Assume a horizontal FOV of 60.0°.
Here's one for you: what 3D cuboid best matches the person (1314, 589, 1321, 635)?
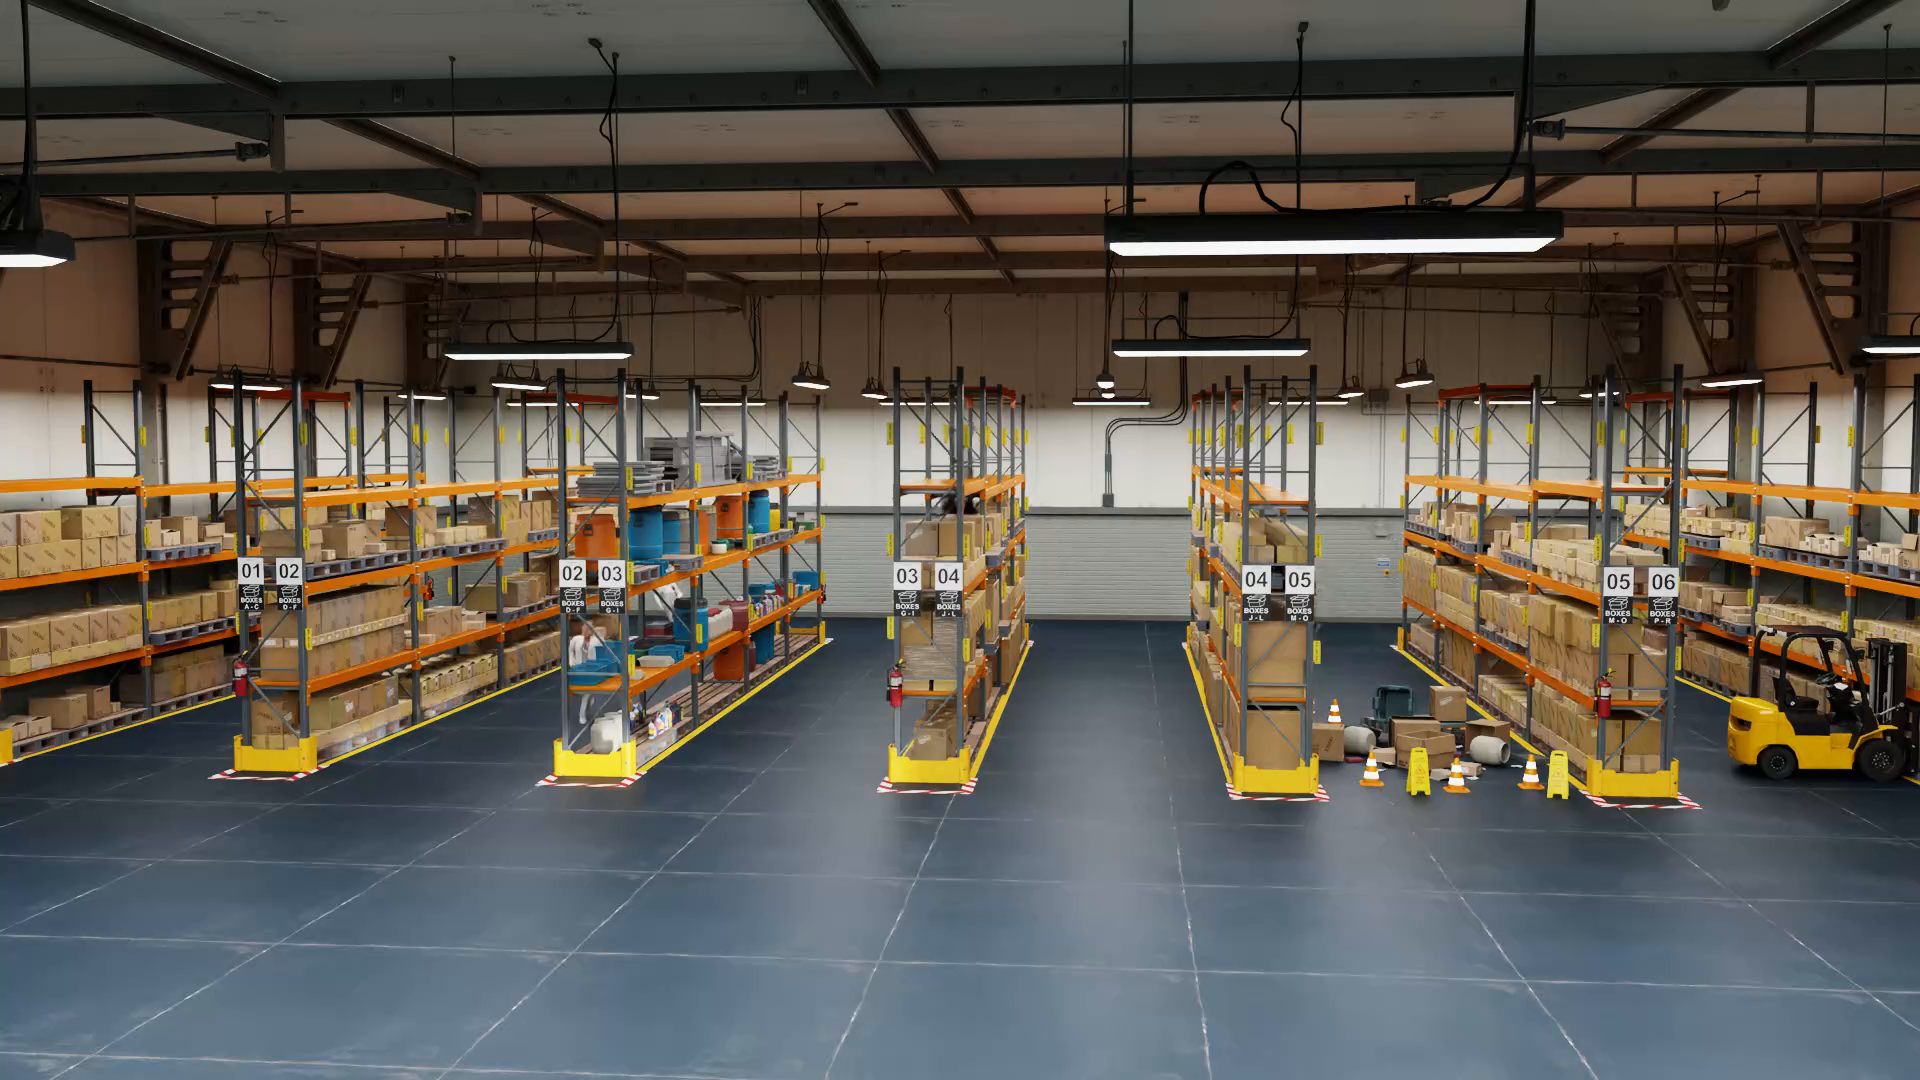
[{"bbox_3d":[8.388,1.610,40.580,0.918,1.764,0.712,0,4,-3],"label":"person"}]

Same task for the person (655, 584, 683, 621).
[{"bbox_3d":[-7.150,1.636,40.887,0.671,1.652,0.730,-1,4,-21],"label":"person"}]

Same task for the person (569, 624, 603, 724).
[{"bbox_3d":[-6.575,2.335,29.397,0.731,1.757,0.854,0,4,3],"label":"person"}]
